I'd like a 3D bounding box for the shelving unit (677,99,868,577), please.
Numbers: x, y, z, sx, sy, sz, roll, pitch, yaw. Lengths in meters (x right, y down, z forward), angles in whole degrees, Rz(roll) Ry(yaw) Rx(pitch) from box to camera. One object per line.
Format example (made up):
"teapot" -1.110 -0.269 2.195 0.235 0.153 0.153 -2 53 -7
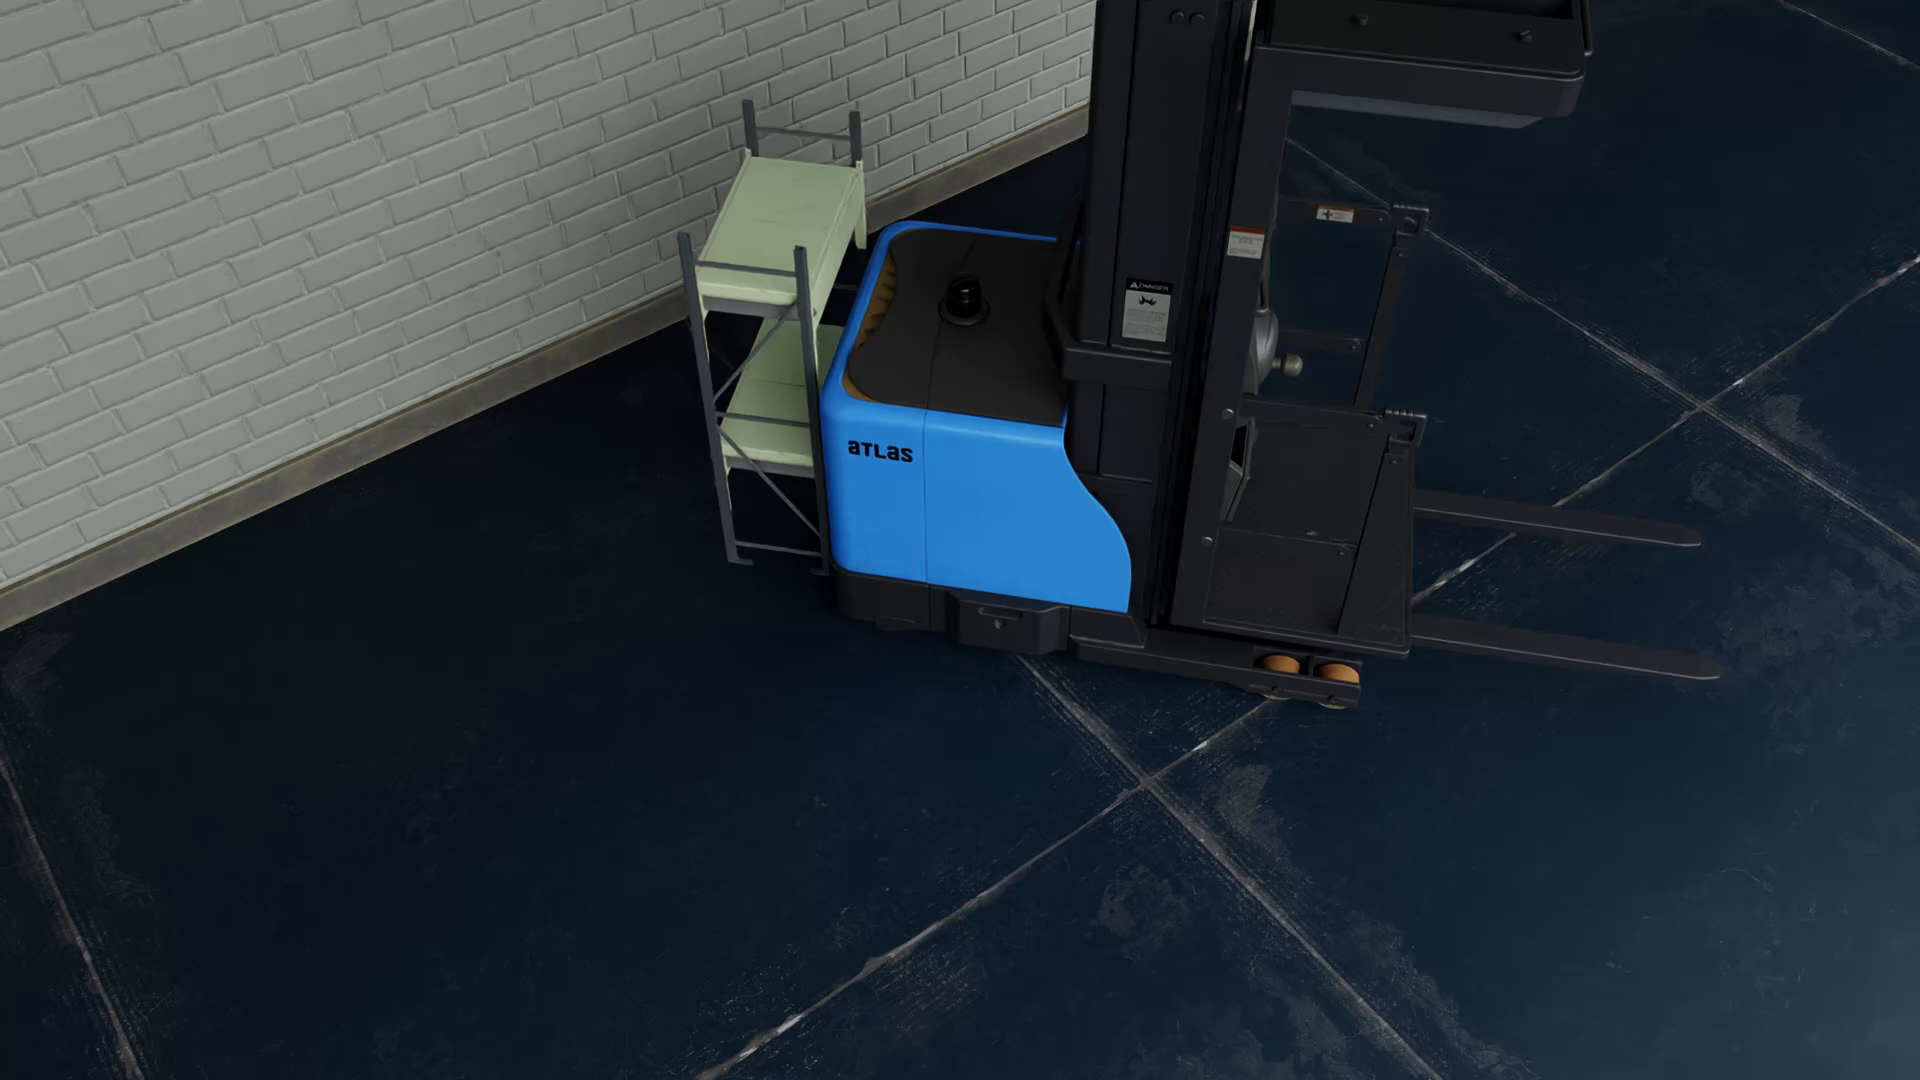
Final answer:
"shelving unit" -0.597 -0.669 5.844 0.431 1.500 0.755 8 48 7

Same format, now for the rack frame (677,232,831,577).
"rack frame" -0.664 -0.403 5.603 0.400 1.500 0.023 8 48 7

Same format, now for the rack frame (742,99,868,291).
"rack frame" -0.530 -0.936 6.086 0.400 1.500 0.023 8 48 7

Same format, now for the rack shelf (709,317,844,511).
"rack shelf" -0.597 -0.450 6.086 0.431 0.370 0.720 8 48 7

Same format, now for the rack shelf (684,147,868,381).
"rack shelf" -0.597 -0.931 5.555 0.431 0.370 0.720 8 48 7

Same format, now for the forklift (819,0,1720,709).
"forklift" 1.108 -0.835 5.029 3.031 2.935 1.130 8 48 7
